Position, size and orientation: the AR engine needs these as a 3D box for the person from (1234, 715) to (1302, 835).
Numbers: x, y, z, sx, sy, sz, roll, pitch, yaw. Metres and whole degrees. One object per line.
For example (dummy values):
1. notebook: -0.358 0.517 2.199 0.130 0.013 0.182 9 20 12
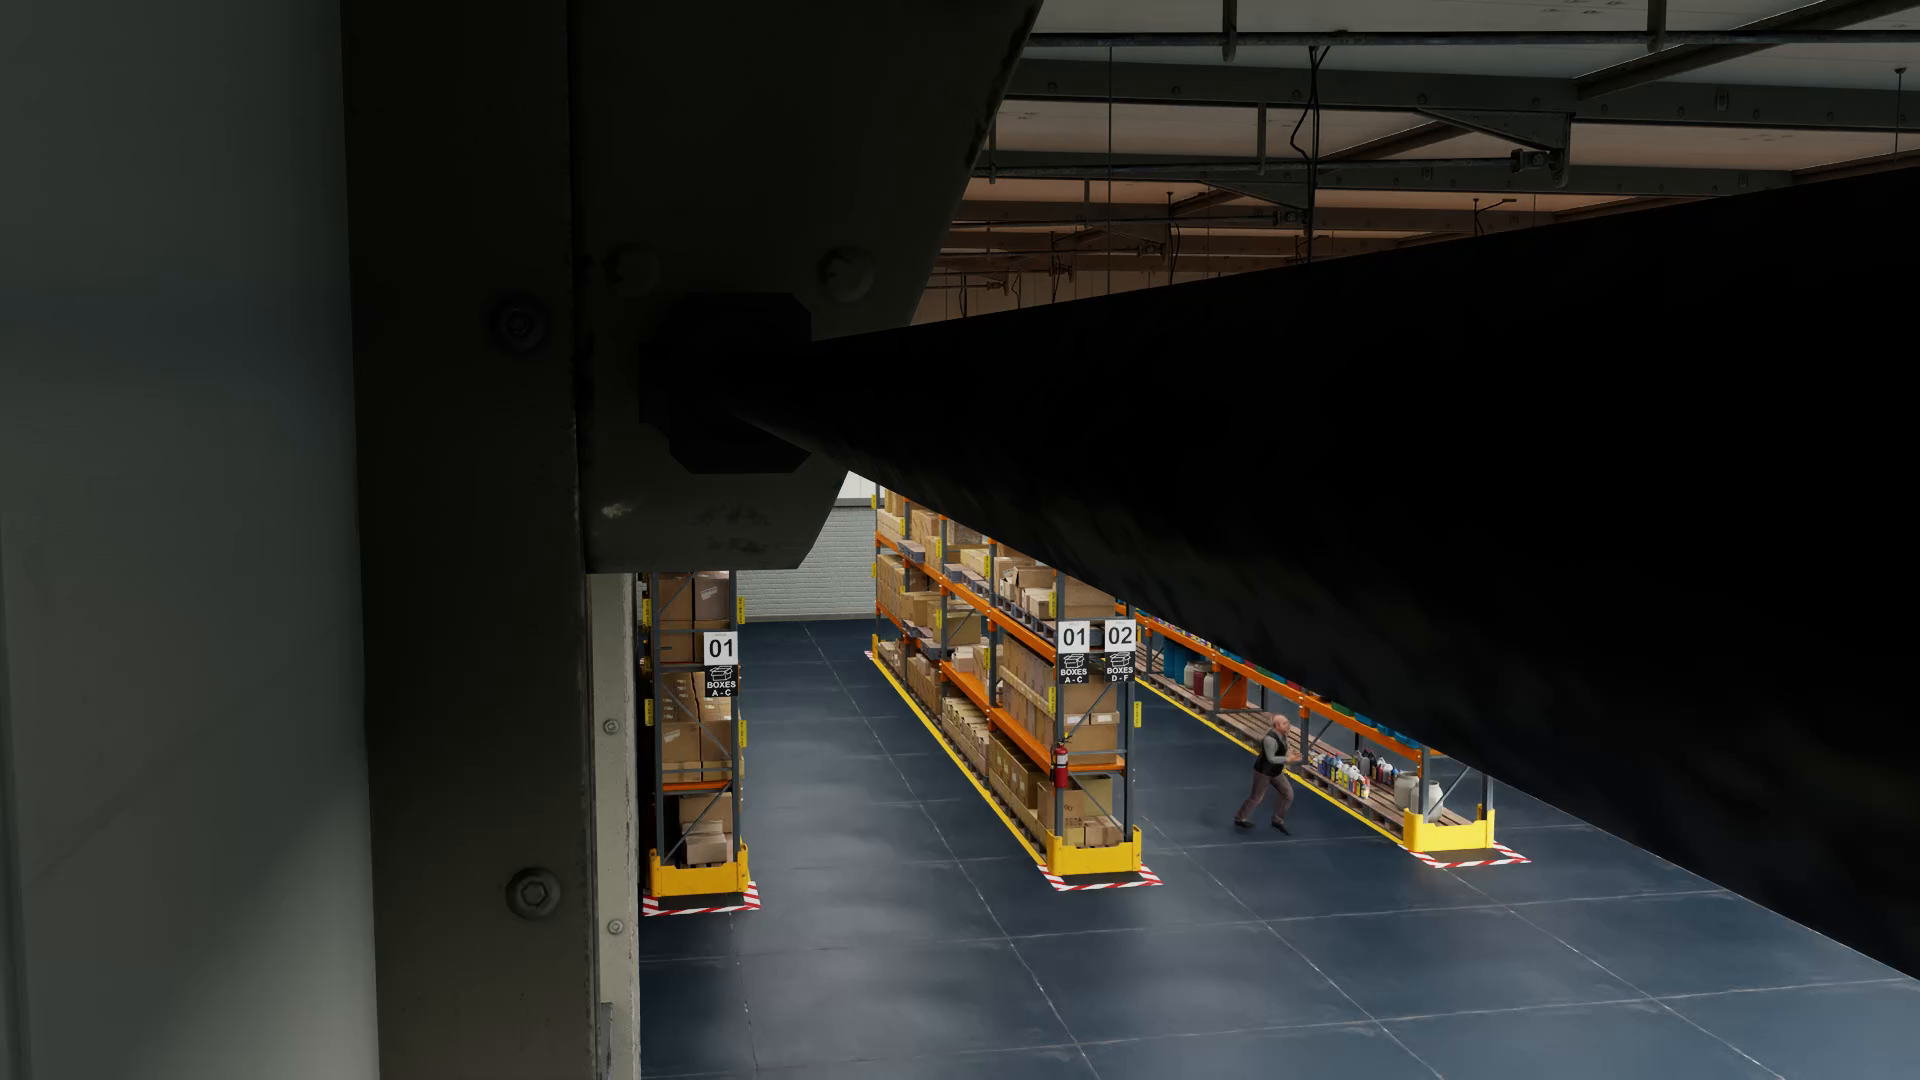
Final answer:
1. person: 4.210 3.186 22.602 0.985 1.689 0.655 4 7 37
